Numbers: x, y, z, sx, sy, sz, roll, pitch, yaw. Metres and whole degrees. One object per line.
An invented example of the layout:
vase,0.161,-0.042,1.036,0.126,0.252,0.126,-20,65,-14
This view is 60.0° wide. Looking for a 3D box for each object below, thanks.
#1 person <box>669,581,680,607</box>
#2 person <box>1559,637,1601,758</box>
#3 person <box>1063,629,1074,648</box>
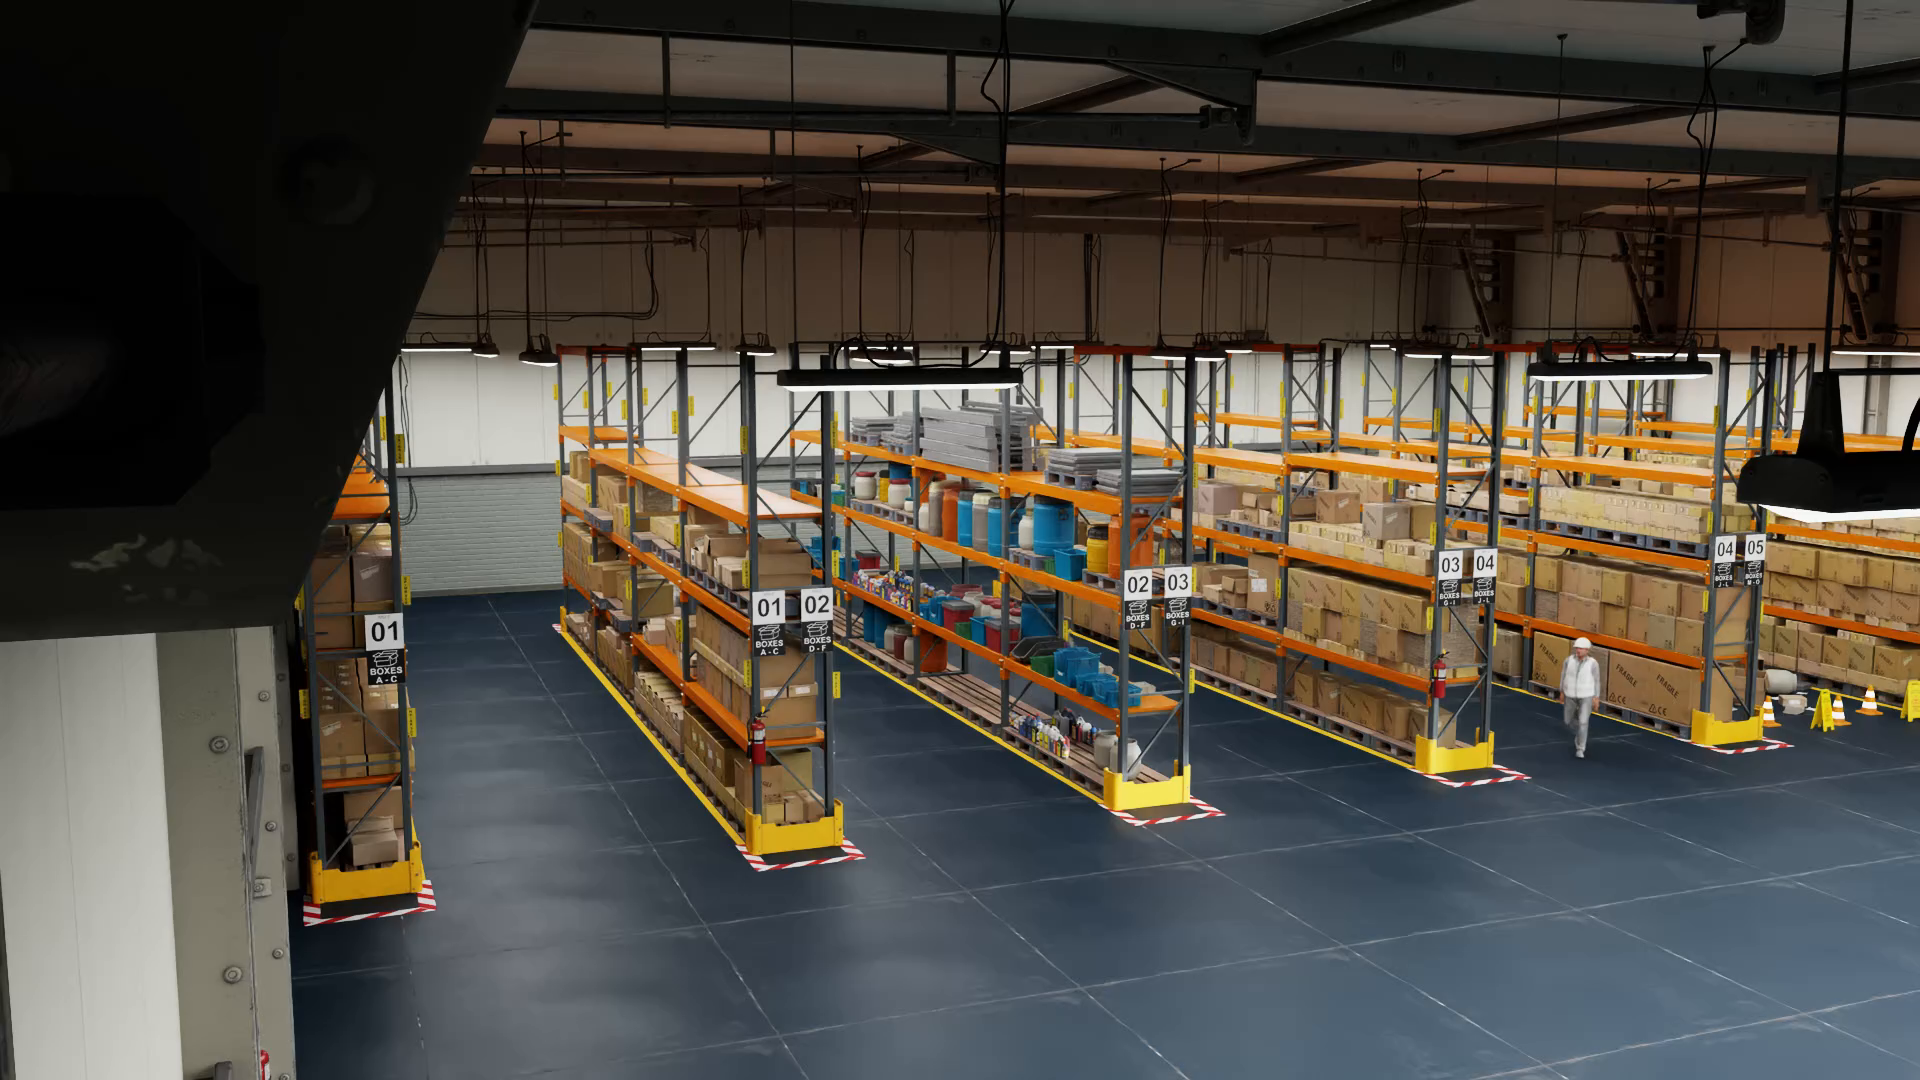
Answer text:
person,-5.788,1.143,34.386,0.494,1.617,1.049,-3,8,-22
person,9.243,2.308,24.804,0.576,1.752,0.818,5,9,34
person,1.662,1.847,27.513,0.448,1.487,0.898,-4,8,-26
